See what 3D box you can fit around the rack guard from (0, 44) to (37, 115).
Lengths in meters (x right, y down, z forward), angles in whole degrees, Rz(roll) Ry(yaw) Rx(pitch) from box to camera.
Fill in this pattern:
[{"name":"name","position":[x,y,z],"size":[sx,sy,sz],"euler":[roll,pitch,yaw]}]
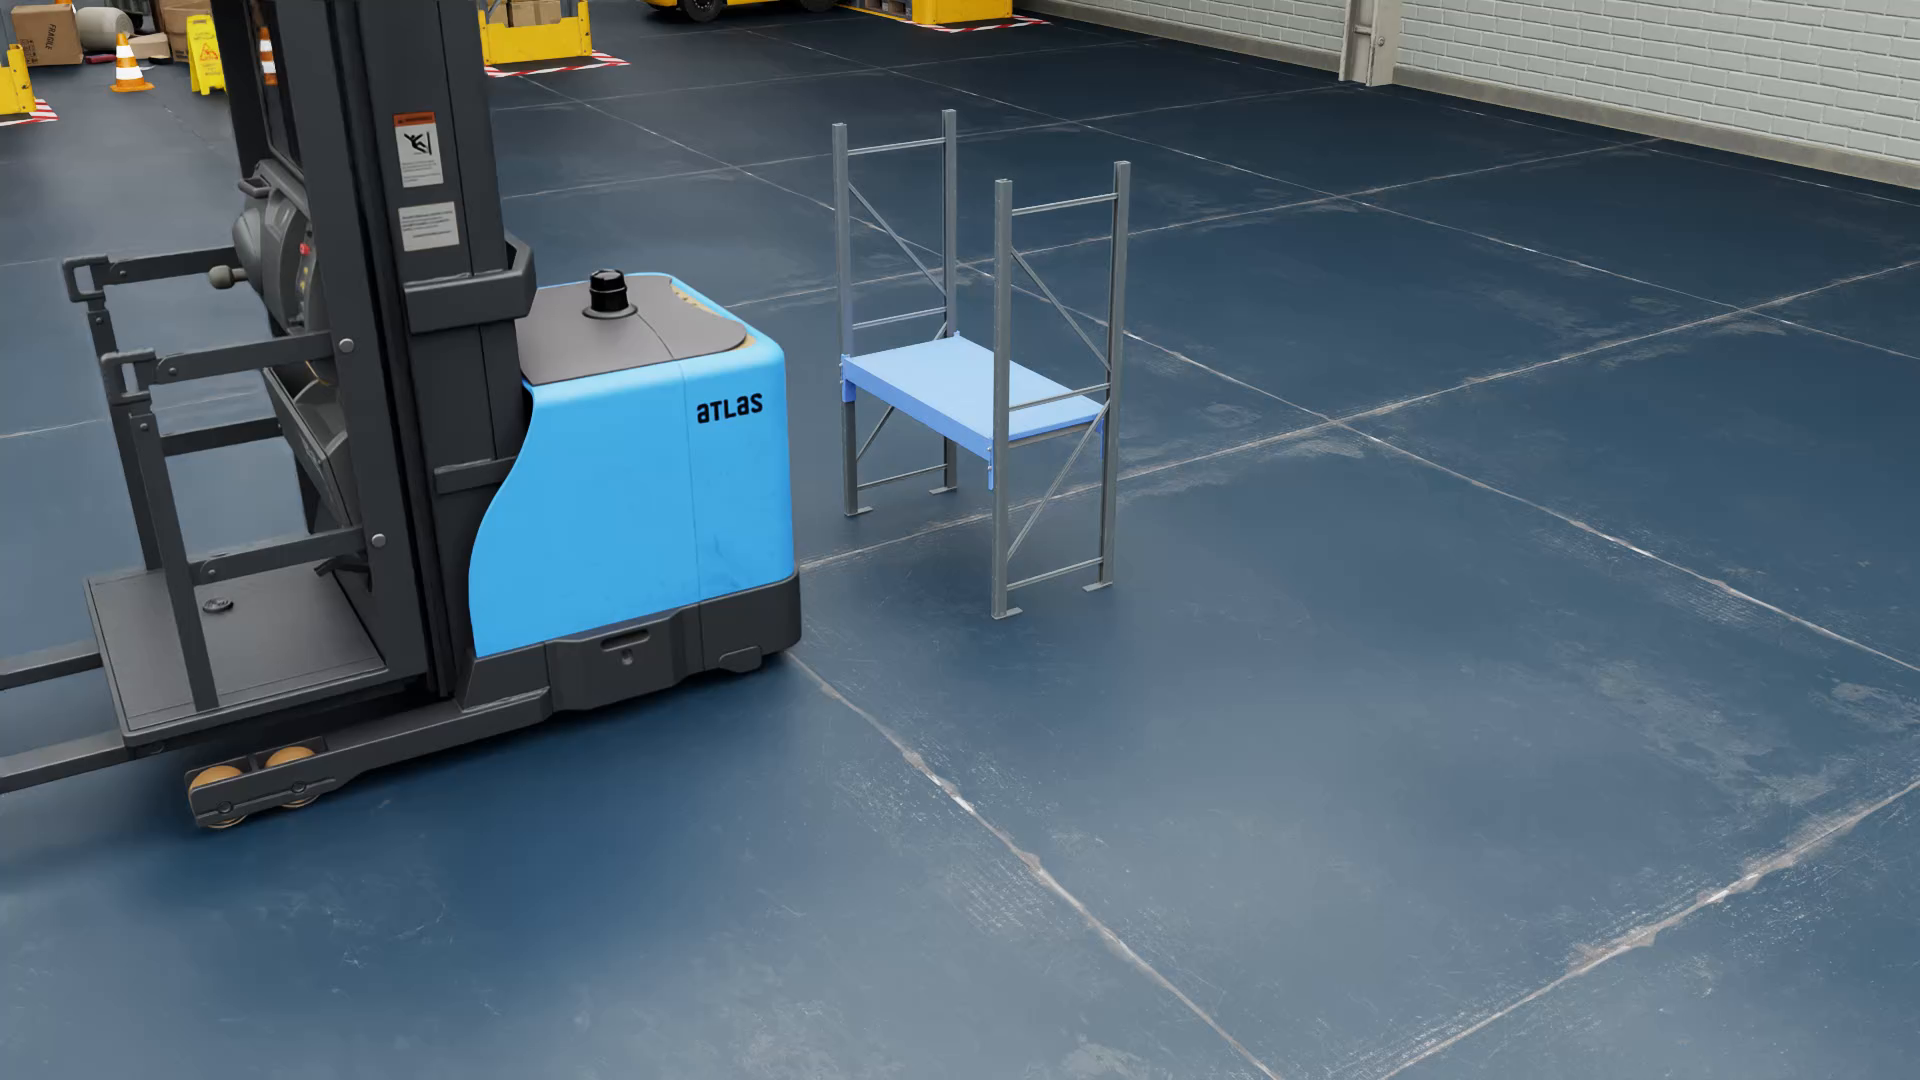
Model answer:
[{"name":"rack guard","position":[-8.217,-3.699,13.500],"size":[1.175,0.500,0.348],"euler":[-16,29,-30]}]

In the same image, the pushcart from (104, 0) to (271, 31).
[{"name":"pushcart","position":[-8.205,-5.723,17.932],"size":[0.936,0.377,1.648],"euler":[18,31,33]}]

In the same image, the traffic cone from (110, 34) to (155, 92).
[{"name":"traffic cone","position":[-7.331,-4.212,14.630],"size":[0.336,0.463,0.334],"euler":[-16,29,-30]}]

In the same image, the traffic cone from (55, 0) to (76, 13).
[{"name":"traffic cone","position":[-9.881,-5.953,18.318],"size":[0.336,0.463,0.334],"euler":[-16,29,-30]}]

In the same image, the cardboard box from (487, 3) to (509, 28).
[{"name":"cardboard box","position":[-4.818,-5.209,16.500],"size":[0.500,0.250,0.500],"euler":[-16,29,-30]}]

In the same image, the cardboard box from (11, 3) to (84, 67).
[{"name":"cardboard box","position":[-8.707,-4.823,15.879],"size":[0.500,0.500,0.500],"euler":[-10,27,-21]}]

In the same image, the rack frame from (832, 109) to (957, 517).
[{"name":"rack frame","position":[-0.231,-0.830,6.250],"size":[0.500,1.500,0.032],"euler":[-16,29,-30]}]

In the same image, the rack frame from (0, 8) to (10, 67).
[{"name":"rack frame","position":[-8.230,-4.838,12.985],"size":[1.000,3.000,0.127],"euler":[-16,29,-30]}]

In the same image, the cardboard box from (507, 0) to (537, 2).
[{"name":"cardboard box","position":[-4.360,-5.675,16.608],"size":[0.500,0.500,0.500],"euler":[-17,30,-31]}]

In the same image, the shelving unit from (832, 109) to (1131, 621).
[{"name":"shelving unit","position":[0.047,-0.648,5.865],"size":[0.538,1.500,1.048],"euler":[-16,29,-30]}]

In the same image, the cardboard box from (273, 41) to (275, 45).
[{"name":"cardboard box","position":[-6.546,-4.736,16.109],"size":[0.380,0.149,0.250],"euler":[-1,25,-3]}]

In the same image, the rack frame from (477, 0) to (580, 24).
[{"name":"rack frame","position":[-4.138,-6.028,15.505],"size":[1.000,3.000,0.127],"euler":[-16,29,-30]}]

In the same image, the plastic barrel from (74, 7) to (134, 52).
[{"name":"plastic barrel","position":[-8.509,-5.055,16.463],"size":[0.512,0.421,0.421],"euler":[3,25,6]}]

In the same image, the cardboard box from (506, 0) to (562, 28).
[{"name":"cardboard box","position":[-4.347,-5.327,16.750],"size":[0.500,0.250,0.500],"euler":[-16,30,-30]}]

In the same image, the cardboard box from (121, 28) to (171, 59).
[{"name":"cardboard box","position":[-7.933,-4.847,16.206],"size":[0.396,0.266,0.258],"euler":[-10,27,-21]}]

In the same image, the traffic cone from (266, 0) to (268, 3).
[{"name":"traffic cone","position":[-8.172,-6.429,19.325],"size":[0.336,0.463,0.334],"euler":[-16,29,-30]}]

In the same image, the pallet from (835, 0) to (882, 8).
[{"name":"pallet","position":[-1.096,-6.625,20.035],"size":[1.003,0.211,1.213],"euler":[-16,29,-30]}]

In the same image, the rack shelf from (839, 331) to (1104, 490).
[{"name":"rack shelf","position":[0.047,-0.485,5.942],"size":[0.538,0.185,1.000],"euler":[-16,29,-30]}]

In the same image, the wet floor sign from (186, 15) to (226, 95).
[{"name":"wet floor sign","position":[-6.556,-4.224,14.443],"size":[0.267,0.644,0.232],"euler":[-22,33,-38]}]

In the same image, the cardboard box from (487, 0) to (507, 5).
[{"name":"cardboard box","position":[-4.794,-5.539,16.320],"size":[0.500,0.500,0.500],"euler":[-15,29,-29]}]

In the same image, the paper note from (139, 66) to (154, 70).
[{"name":"paper note","position":[-7.641,-4.436,15.613],"size":[0.144,0.017,0.142],"euler":[-6,26,-12]}]

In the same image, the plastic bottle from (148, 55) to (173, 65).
[{"name":"plastic bottle","position":[-7.672,-4.599,15.921],"size":[0.283,0.061,0.133],"euler":[18,31,33]}]

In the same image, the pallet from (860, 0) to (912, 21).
[{"name":"pallet","position":[-0.434,-6.189,19.112],"size":[1.003,0.211,1.213],"euler":[-16,29,-30]}]

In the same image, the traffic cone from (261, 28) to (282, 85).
[{"name":"traffic cone","position":[-6.198,-4.353,14.930],"size":[0.336,0.463,0.334],"euler":[-16,29,-30]}]

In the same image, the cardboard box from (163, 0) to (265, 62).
[{"name":"cardboard box","position":[-7.218,-4.937,16.119],"size":[0.637,0.503,0.797],"euler":[7,26,15]}]

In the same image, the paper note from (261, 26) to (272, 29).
[{"name":"paper note","position":[-7.462,-5.529,17.926],"size":[0.148,0.019,0.142],"euler":[-16,29,-30]}]

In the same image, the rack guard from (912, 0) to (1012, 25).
[{"name":"rack guard","position":[0.032,-6.047,18.473],"size":[1.175,0.500,0.348],"euler":[-16,29,-30]}]

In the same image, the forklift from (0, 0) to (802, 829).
[{"name":"forklift","position":[-2.044,-0.791,4.492],"size":[3.031,2.935,1.130],"euler":[-14,29,-28]}]

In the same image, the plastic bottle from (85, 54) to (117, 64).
[{"name":"plastic bottle","position":[-8.239,-4.628,15.981],"size":[0.133,0.061,0.283],"euler":[18,31,33]}]

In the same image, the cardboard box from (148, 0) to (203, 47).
[{"name":"cardboard box","position":[-7.736,-5.331,16.794],"size":[0.797,0.637,0.503],"euler":[-16,29,-30]}]

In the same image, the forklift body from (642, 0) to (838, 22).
[{"name":"forklift body","position":[-2.545,-7.055,18.675],"size":[2.313,2.155,1.214],"euler":[-16,29,-30]}]

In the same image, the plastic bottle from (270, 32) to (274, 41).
[{"name":"plastic bottle","position":[-7.189,-5.231,17.259],"size":[0.133,0.061,0.283],"euler":[-10,27,-21]}]

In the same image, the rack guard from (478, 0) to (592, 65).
[{"name":"rack guard","position":[-4.180,-4.925,16.096],"size":[1.175,0.500,0.348],"euler":[-16,29,-30]}]

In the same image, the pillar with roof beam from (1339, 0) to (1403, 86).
[{"name":"pillar with roof beam","position":[0.062,-7.208,10.979],"size":[9.100,9.000,0.400],"euler":[-16,29,-30]}]

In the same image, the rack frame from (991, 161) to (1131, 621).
[{"name":"rack frame","position":[0.324,-0.466,5.480],"size":[0.500,1.500,0.032],"euler":[-16,29,-30]}]
